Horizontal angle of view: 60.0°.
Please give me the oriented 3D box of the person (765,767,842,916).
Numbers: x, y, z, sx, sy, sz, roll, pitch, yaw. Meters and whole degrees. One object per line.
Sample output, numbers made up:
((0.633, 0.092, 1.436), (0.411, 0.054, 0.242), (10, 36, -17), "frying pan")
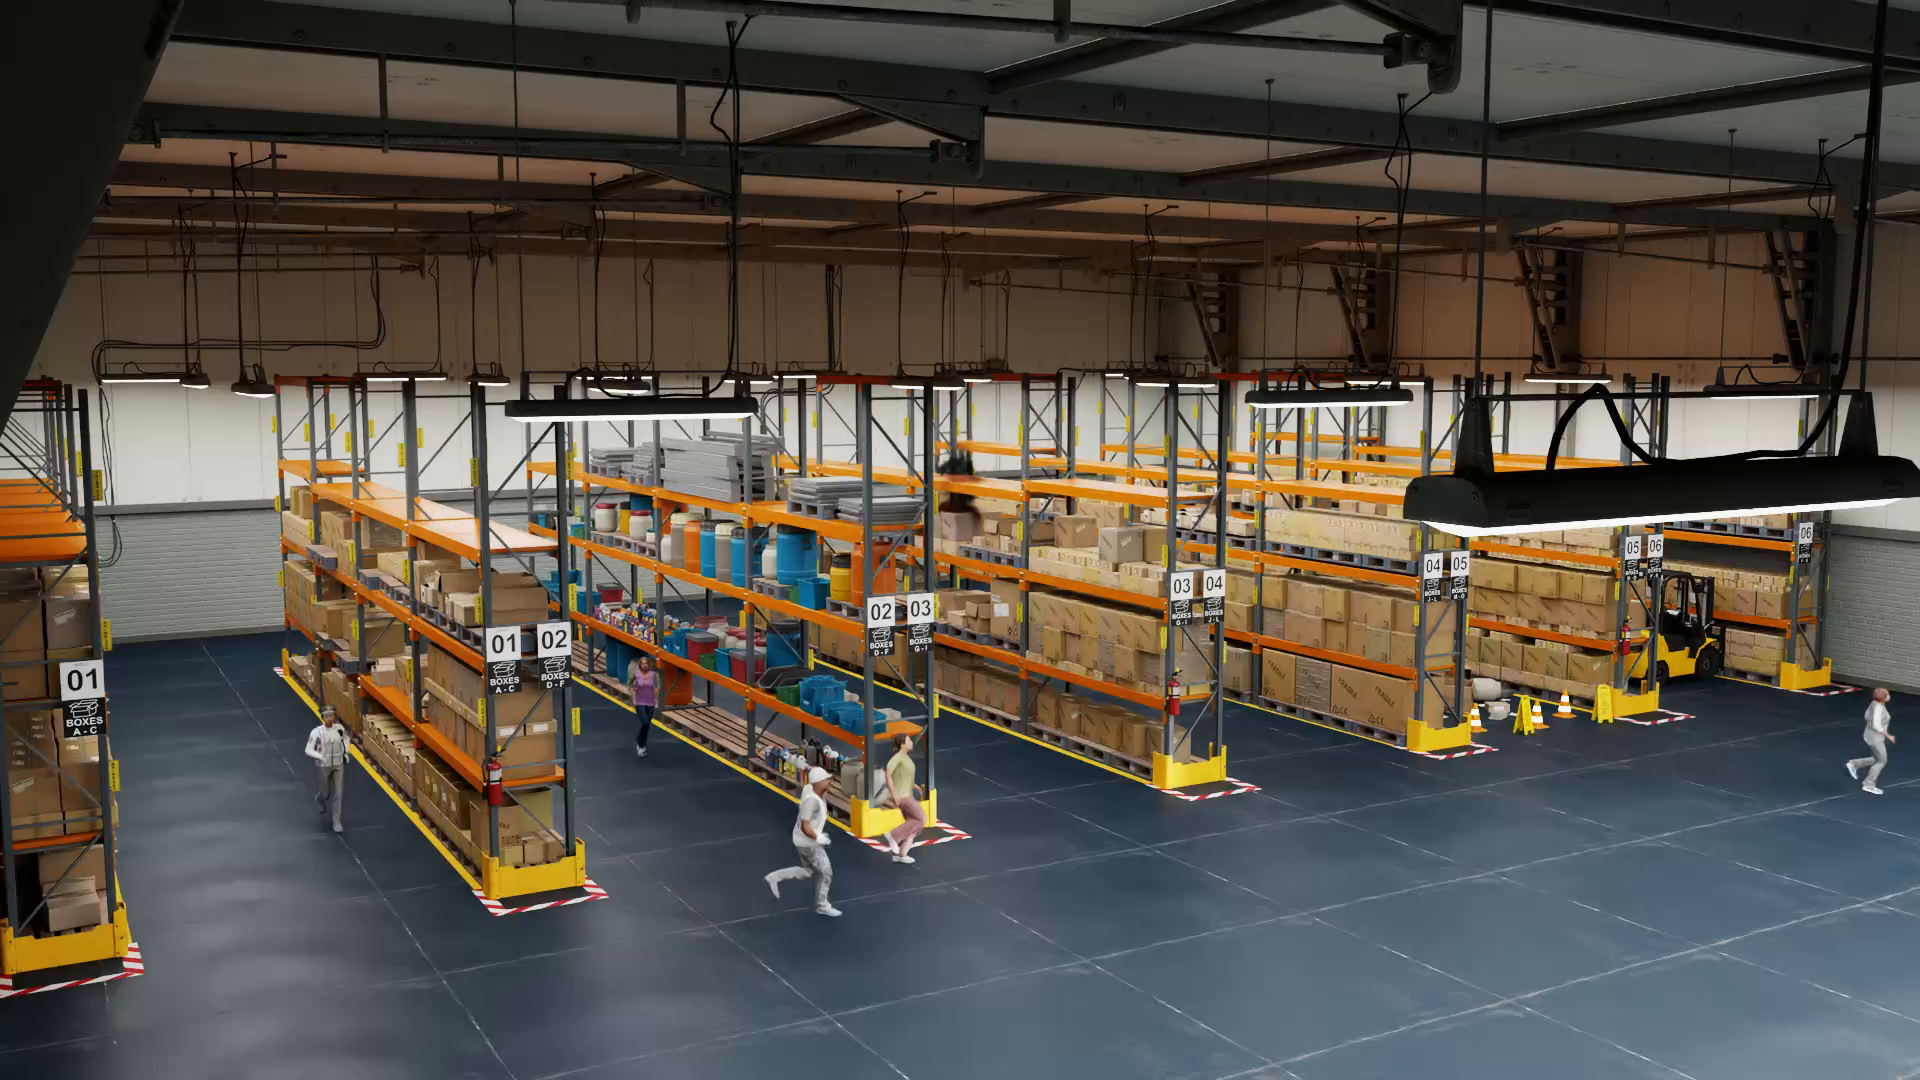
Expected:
((-1.761, 3.434, 18.827), (0.844, 1.759, 0.696), (-1, 6, -10), "person")

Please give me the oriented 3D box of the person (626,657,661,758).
((-5.025, 2.655, 26.486), (0.473, 1.620, 0.679), (-3, 7, -29), "person")

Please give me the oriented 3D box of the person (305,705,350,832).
((-8.481, 3.038, 22.406), (0.618, 1.669, 0.890), (-4, 8, -35), "person")

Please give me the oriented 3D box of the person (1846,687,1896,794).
((13.308, 2.915, 24.280), (0.598, 1.573, 0.555), (3, 7, 22), "person")

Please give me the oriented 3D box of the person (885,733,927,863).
((-0.655, 3.236, 21.033), (0.516, 1.596, 0.613), (1, 6, 9), "person")
